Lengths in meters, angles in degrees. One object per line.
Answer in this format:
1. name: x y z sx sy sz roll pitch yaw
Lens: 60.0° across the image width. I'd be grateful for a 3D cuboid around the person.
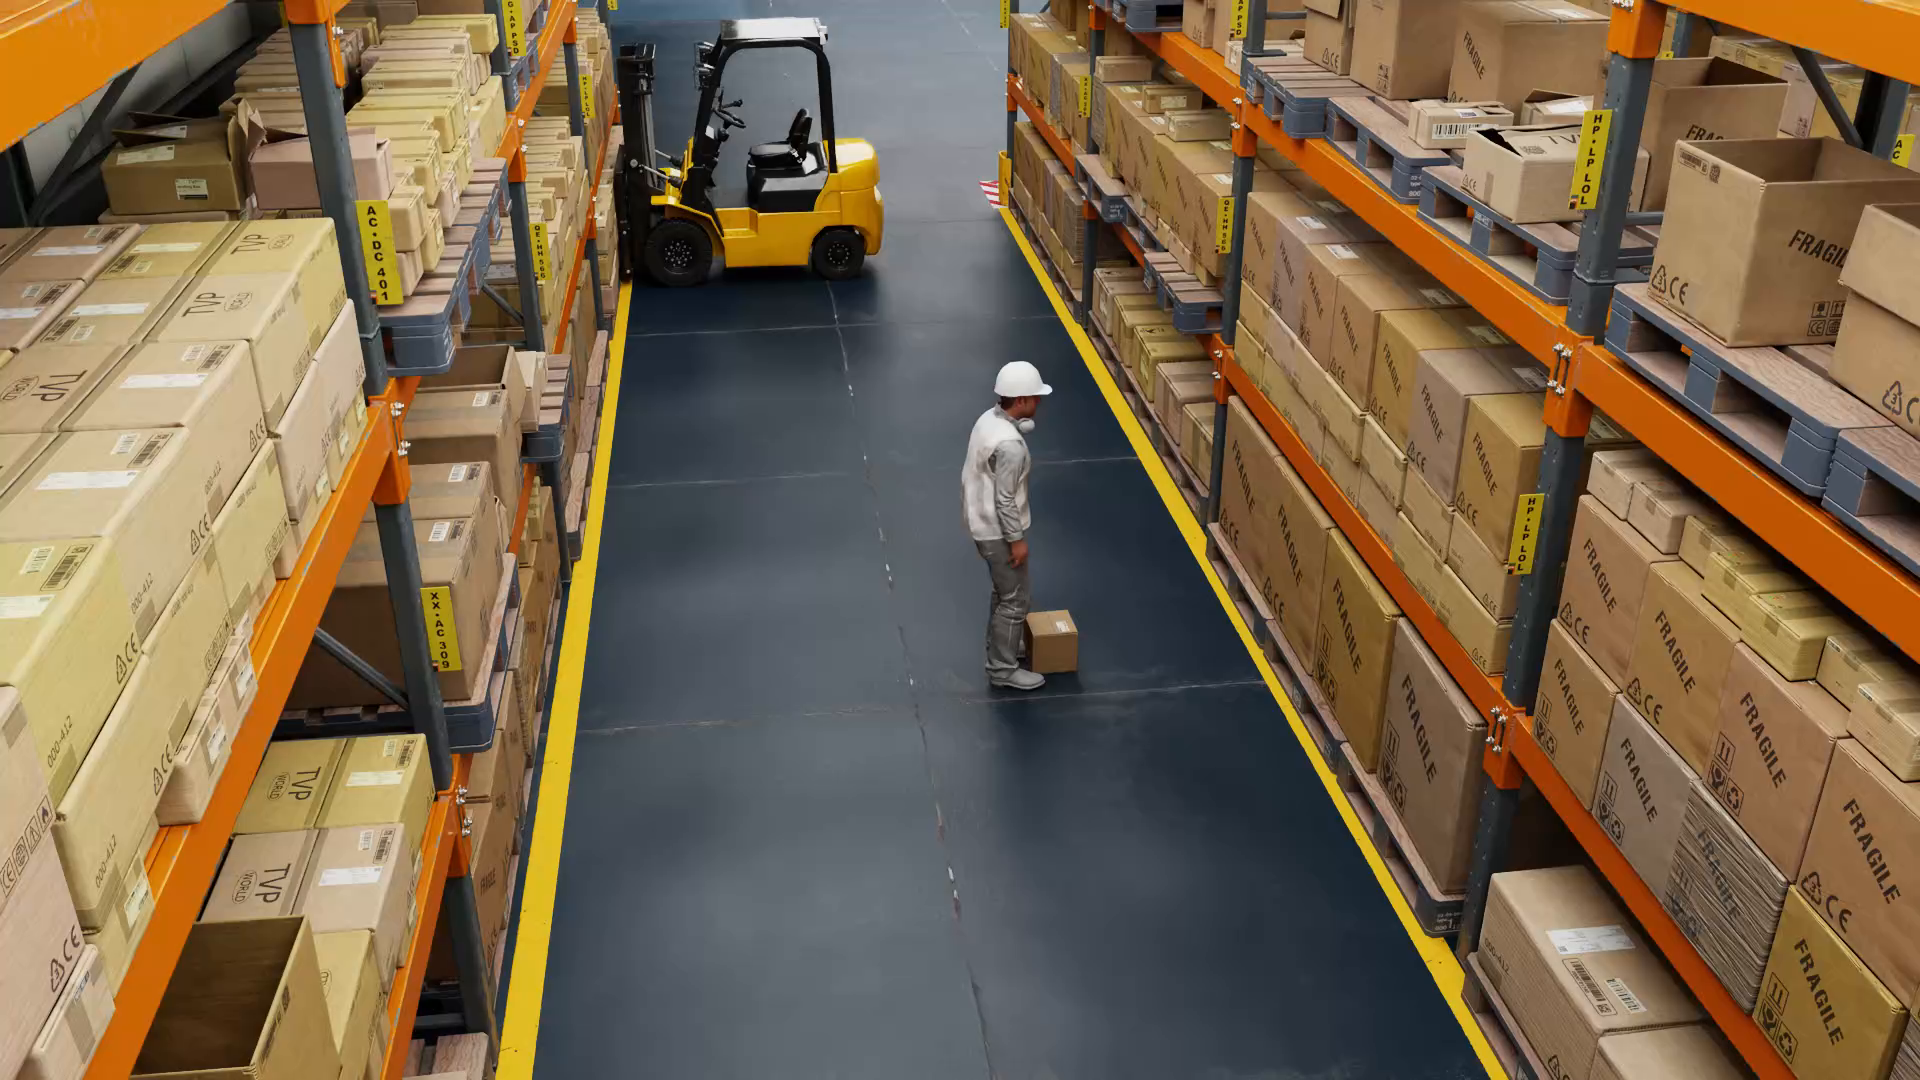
1. person: 0.241 -0.090 8.769 0.467 1.767 0.579 -4 27 -7
